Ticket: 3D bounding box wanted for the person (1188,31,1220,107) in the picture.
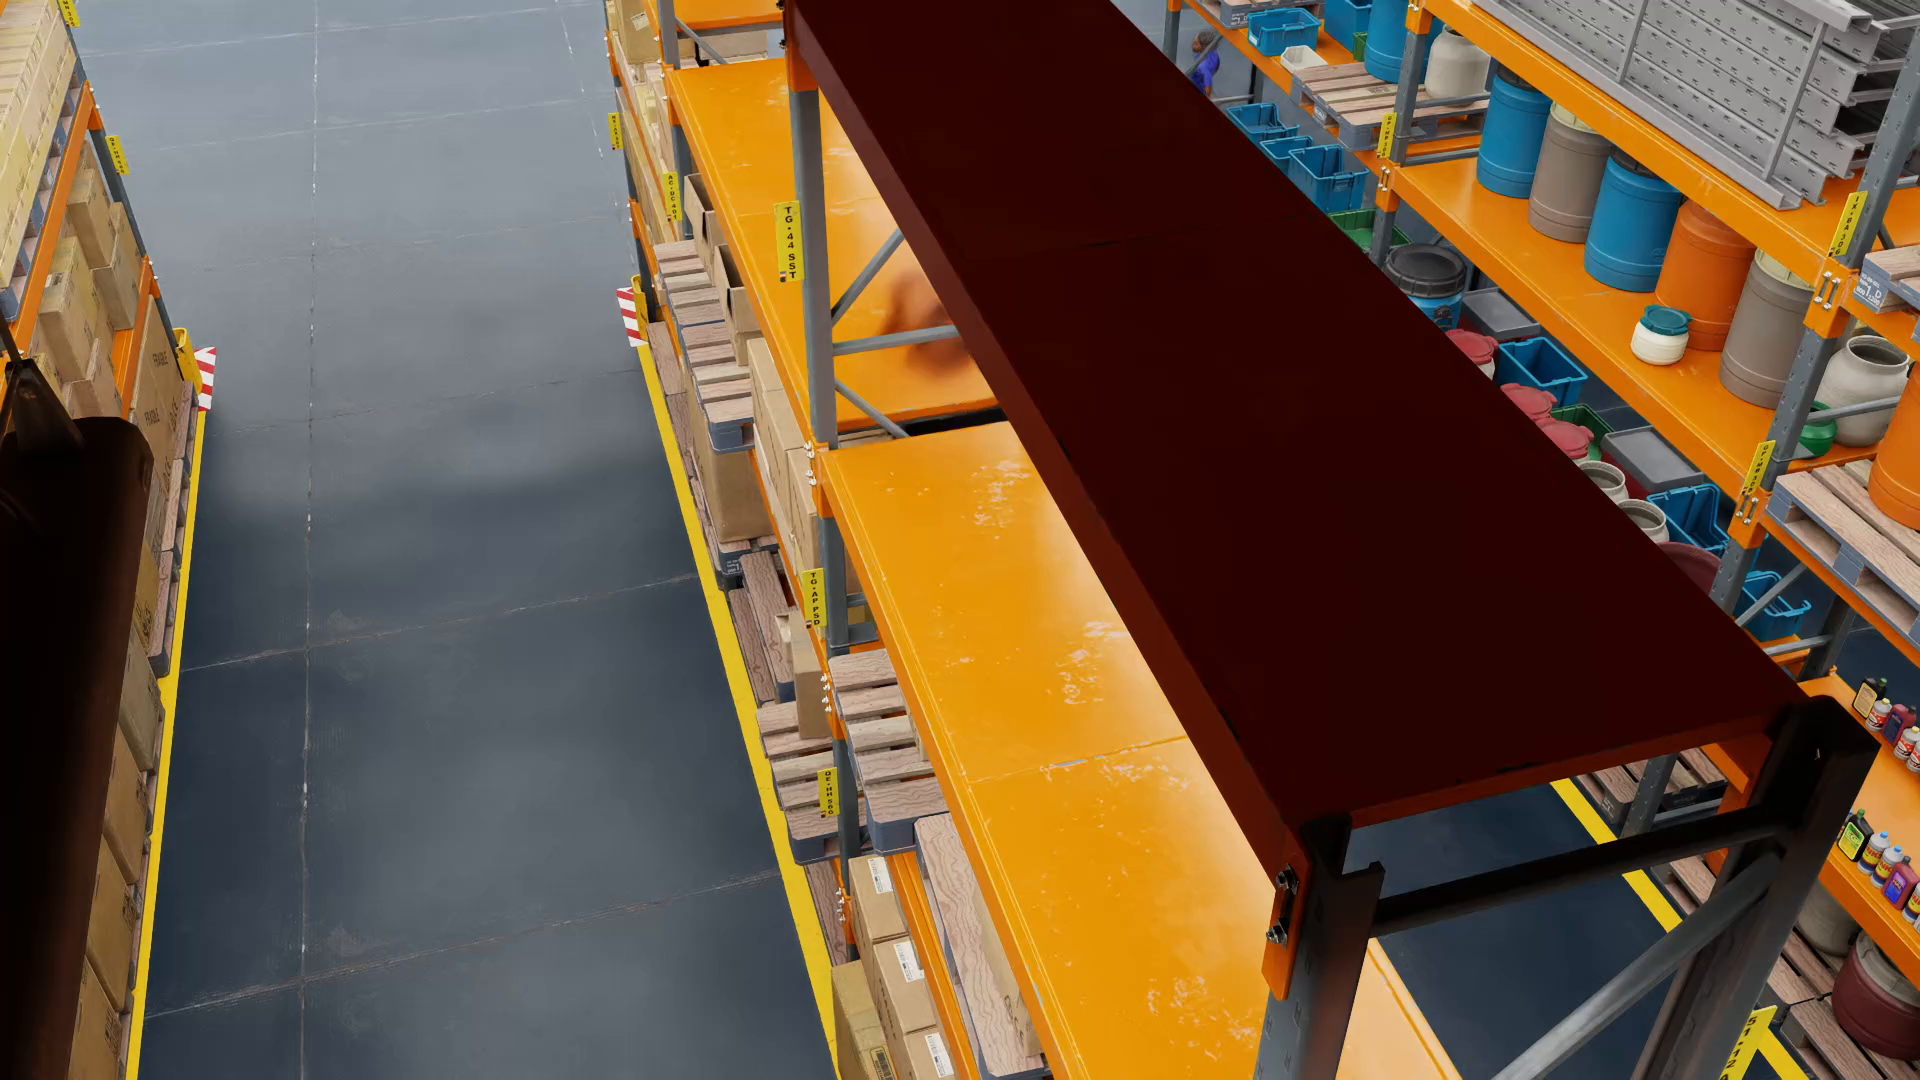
[{"bbox_3d":[2.484,-4.470,17.133,0.855,1.629,0.666,16,41,19],"label":"person"}]
